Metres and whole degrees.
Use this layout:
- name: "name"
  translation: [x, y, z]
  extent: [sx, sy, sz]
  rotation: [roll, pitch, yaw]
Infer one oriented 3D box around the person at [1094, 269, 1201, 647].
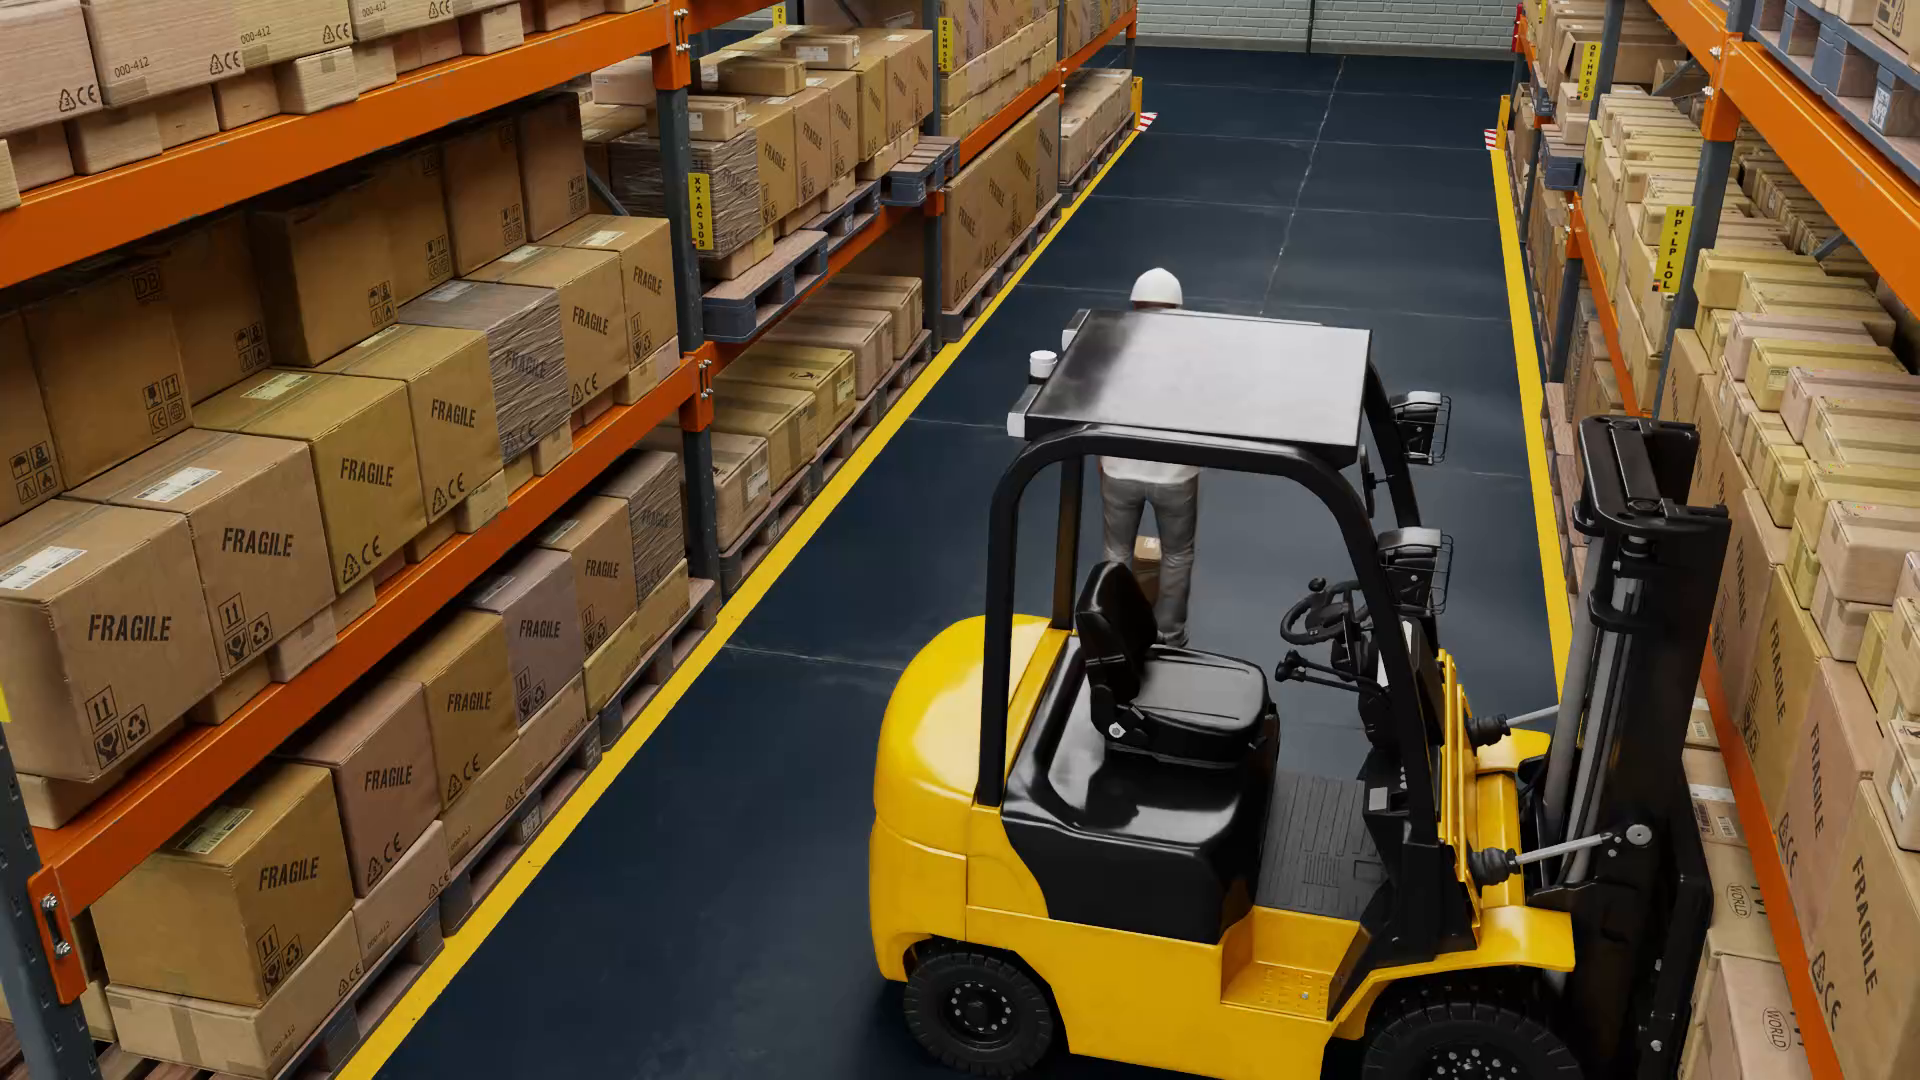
- name: "person"
  translation: [0.817, -0.320, 7.301]
  extent: [0.546, 1.751, 0.413]
  rotation: [7, 26, 14]
